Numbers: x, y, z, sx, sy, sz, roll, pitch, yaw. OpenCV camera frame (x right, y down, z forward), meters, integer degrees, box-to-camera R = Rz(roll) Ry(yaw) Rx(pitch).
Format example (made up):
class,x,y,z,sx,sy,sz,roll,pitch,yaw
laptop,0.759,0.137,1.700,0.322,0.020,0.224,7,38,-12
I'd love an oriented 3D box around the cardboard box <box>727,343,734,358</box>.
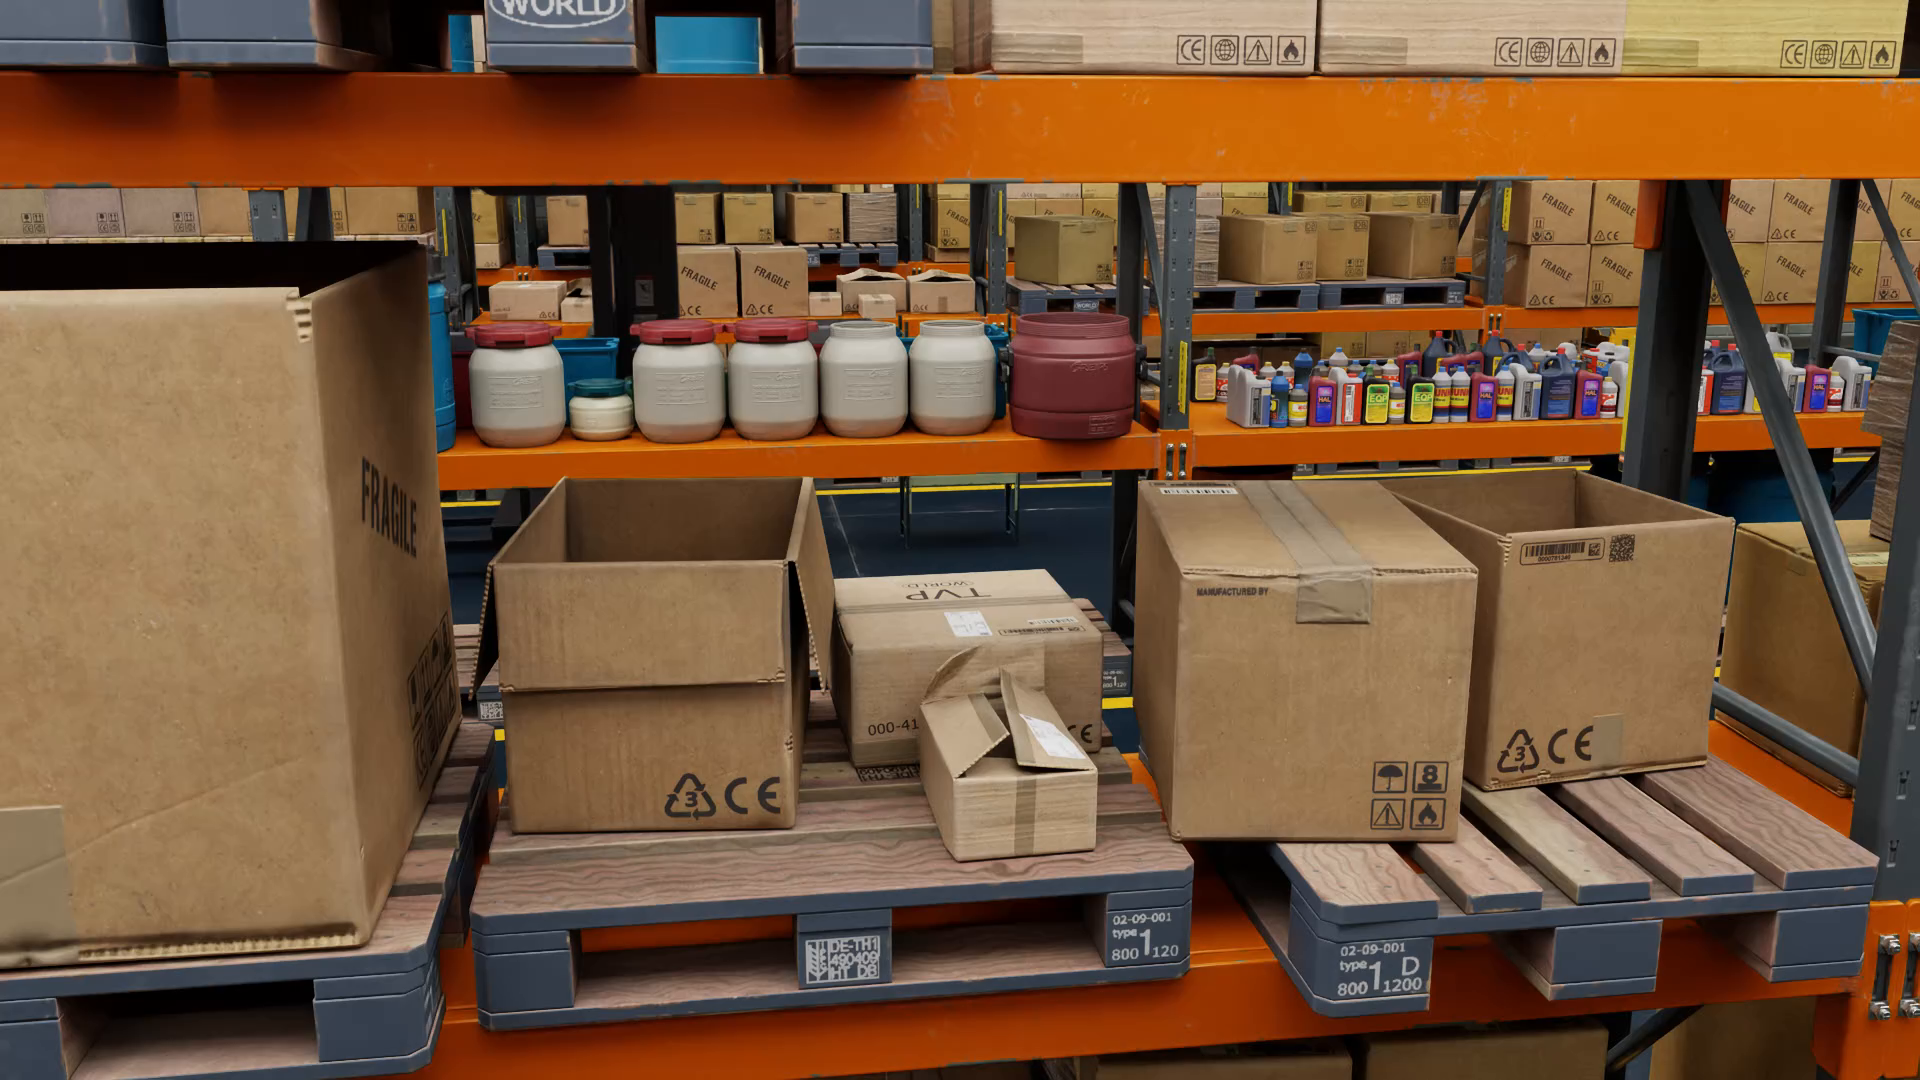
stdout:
class,x,y,z,sx,sy,sz,roll,pitch,yaw
cardboard box,-2.247,-2.140,17.825,0.500,0.500,0.700,-2,14,-9

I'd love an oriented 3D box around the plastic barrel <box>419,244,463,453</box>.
class,x,y,z,sx,sy,sz,roll,pitch,yaw
plastic barrel,-2.581,-0.850,7.414,0.708,0.901,0.600,-2,14,-8

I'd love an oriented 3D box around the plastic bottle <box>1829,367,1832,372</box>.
class,x,y,z,sx,sy,sz,roll,pitch,yaw
plastic bottle,4.524,-0.797,8.640,0.097,0.201,0.097,0,14,0

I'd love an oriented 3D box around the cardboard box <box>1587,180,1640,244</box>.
class,x,y,z,sx,sy,sz,roll,pitch,yaw
cardboard box,5.186,-2.649,13.357,0.500,0.500,0.500,-3,14,-10

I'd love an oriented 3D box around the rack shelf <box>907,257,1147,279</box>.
class,x,y,z,sx,sy,sz,roll,pitch,yaw
rack shelf,1.449,-2.917,18.167,4.000,0.370,1.077,-2,14,-8

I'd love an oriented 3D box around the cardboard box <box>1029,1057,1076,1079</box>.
class,x,y,z,sx,sy,sz,roll,pitch,yaw
cardboard box,0.479,1.432,3.579,0.500,0.500,0.700,-3,14,-13

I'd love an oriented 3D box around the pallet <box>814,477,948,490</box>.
class,x,y,z,sx,sy,sz,roll,pitch,yaw
pallet,-0.607,-0.629,13.297,1.213,0.211,1.003,-2,14,-8

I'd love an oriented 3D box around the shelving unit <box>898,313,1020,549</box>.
class,x,y,z,sx,sy,sz,roll,pitch,yaw
shelving unit,-0.007,-0.727,11.038,0.755,1.500,0.431,-2,14,-8

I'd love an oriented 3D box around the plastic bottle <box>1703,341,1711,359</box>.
class,x,y,z,sx,sy,sz,roll,pitch,yaw
plastic bottle,4.026,-0.957,9.127,0.135,0.276,0.152,-2,14,-8

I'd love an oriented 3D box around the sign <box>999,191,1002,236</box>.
class,x,y,z,sx,sy,sz,roll,pitch,yaw
sign,0.299,-2.430,12.367,0.005,0.325,0.100,-2,14,-8

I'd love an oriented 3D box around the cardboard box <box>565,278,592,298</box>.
class,x,y,z,sx,sy,sz,roll,pitch,yaw
cardboard box,-2.900,-1.868,12.781,0.258,0.266,0.396,-2,14,-10

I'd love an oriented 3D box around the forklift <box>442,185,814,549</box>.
class,x,y,z,sx,sy,sz,roll,pitch,yaw
forklift,-2.469,-1.307,10.406,3.031,2.935,1.130,-2,14,-9

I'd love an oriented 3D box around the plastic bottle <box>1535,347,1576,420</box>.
class,x,y,z,sx,sy,sz,roll,pitch,yaw
plastic bottle,2.953,-0.780,8.266,0.185,0.351,0.144,-2,14,-8

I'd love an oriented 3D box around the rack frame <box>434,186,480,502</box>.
class,x,y,z,sx,sy,sz,roll,pitch,yaw
rack frame,-3.742,-1.857,12.461,0.127,3.000,1.000,-2,14,-8

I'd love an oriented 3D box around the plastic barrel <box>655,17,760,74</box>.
class,x,y,z,sx,sy,sz,roll,pitch,yaw
plastic barrel,-1.244,-2.482,7.755,0.708,0.901,0.600,-2,14,-8

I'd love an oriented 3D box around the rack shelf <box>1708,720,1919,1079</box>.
class,x,y,z,sx,sy,sz,roll,pitch,yaw
rack shelf,3.663,0.657,3.914,4.000,0.370,1.077,-2,14,-8

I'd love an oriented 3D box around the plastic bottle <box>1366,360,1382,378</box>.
class,x,y,z,sx,sy,sz,roll,pitch,yaw
plastic bottle,2.206,-0.861,8.897,0.097,0.201,0.097,0,14,0

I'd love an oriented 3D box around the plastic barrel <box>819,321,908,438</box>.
class,x,y,z,sx,sy,sz,roll,pitch,yaw
plastic barrel,-0.455,-0.761,7.860,0.421,0.512,0.421,0,14,0

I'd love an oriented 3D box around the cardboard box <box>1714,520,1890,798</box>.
class,x,y,z,sx,sy,sz,roll,pitch,yaw
cardboard box,2.136,0.255,3.834,0.500,0.500,0.500,-2,14,-7

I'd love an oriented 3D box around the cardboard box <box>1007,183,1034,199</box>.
class,x,y,z,sx,sy,sz,roll,pitch,yaw
cardboard box,0.490,-3.734,17.545,0.500,0.250,0.500,-2,14,-9

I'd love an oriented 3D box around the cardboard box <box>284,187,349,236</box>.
class,x,y,z,sx,sy,sz,roll,pitch,yaw
cardboard box,-4.680,-2.499,12.147,0.500,0.500,0.700,-2,14,-8

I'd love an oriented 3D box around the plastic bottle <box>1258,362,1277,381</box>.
class,x,y,z,sx,sy,sz,roll,pitch,yaw
plastic bottle,1.629,-0.840,8.812,0.097,0.201,0.097,0,14,0

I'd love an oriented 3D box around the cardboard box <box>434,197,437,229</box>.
class,x,y,z,sx,sy,sz,roll,pitch,yaw
cardboard box,-5.398,-3.238,16.694,0.500,0.500,0.500,-2,14,-9

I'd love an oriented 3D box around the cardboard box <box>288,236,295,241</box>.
class,x,y,z,sx,sy,sz,roll,pitch,yaw
cardboard box,-4.742,-2.131,12.012,0.250,0.149,0.380,-2,14,-8

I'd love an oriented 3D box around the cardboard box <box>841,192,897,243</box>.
class,x,y,z,sx,sy,sz,roll,pitch,yaw
cardboard box,-0.992,-3.436,17.647,0.500,0.500,0.700,-4,15,-15

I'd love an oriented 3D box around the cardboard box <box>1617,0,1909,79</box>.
class,x,y,z,sx,sy,sz,roll,pitch,yaw
cardboard box,1.252,-0.925,2.887,0.500,0.250,0.500,-2,14,-8

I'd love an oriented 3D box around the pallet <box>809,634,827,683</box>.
class,x,y,z,sx,sy,sz,roll,pitch,yaw
pallet,-1.028,0.604,8.379,1.213,0.211,1.003,-2,14,-8

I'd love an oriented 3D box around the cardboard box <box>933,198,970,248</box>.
class,x,y,z,sx,sy,sz,roll,pitch,yaw
cardboard box,-0.010,-3.352,17.564,0.500,0.500,0.500,-2,14,-7

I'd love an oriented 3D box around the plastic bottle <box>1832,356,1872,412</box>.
class,x,y,z,sx,sy,sz,roll,pitch,yaw
plastic bottle,4.561,-0.803,8.514,0.135,0.276,0.152,-2,14,-8

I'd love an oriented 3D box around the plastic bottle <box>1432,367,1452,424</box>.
class,x,y,z,sx,sy,sz,roll,pitch,yaw
plastic bottle,2.360,-0.714,8.166,0.097,0.271,0.097,0,14,0

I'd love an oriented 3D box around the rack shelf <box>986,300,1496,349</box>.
class,x,y,z,sx,sy,sz,roll,pitch,yaw
rack shelf,2.191,-1.726,13.416,4.000,0.370,1.077,-2,14,-8

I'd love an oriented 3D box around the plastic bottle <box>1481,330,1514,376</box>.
class,x,y,z,sx,sy,sz,roll,pitch,yaw
plastic bottle,2.892,-0.953,8.956,0.185,0.351,0.144,-2,14,-8

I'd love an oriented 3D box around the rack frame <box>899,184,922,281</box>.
class,x,y,z,sx,sy,sz,roll,pitch,yaw
rack frame,-0.529,-3.194,17.790,0.127,3.000,1.000,-2,14,-8

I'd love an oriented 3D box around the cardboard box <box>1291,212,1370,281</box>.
class,x,y,z,sx,sy,sz,roll,pitch,yaw
cardboard box,2.996,-2.396,13.540,0.500,0.500,0.700,0,14,1

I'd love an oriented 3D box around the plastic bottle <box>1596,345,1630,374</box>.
class,x,y,z,sx,sy,sz,roll,pitch,yaw
plastic bottle,3.495,-0.900,8.900,0.135,0.276,0.152,-2,14,-8

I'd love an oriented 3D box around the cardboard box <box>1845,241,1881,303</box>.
class,x,y,z,sx,sy,sz,roll,pitch,yaw
cardboard box,7.209,-2.239,13.779,0.500,0.500,0.500,-2,14,-8

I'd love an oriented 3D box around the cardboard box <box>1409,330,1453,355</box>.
class,x,y,z,sx,sy,sz,roll,pitch,yaw
cardboard box,5.187,-2.368,18.772,0.500,0.500,0.700,-2,14,-7

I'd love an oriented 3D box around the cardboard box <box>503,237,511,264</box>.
class,x,y,z,sx,sy,sz,roll,pitch,yaw
cardboard box,-4.981,-3.020,17.366,0.500,0.250,0.500,-2,14,-8

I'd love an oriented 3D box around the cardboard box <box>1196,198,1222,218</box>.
class,x,y,z,sx,sy,sz,roll,pitch,yaw
cardboard box,2.505,-3.443,17.926,0.500,0.500,0.500,-2,14,-8

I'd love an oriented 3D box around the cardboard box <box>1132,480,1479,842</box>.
class,x,y,z,sx,sy,sz,roll,pitch,yaw
cardboard box,0.620,0.202,3.181,0.500,0.500,0.700,0,14,0

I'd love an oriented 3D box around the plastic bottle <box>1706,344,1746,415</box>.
class,x,y,z,sx,sy,sz,roll,pitch,yaw
plastic bottle,3.860,-0.813,8.398,0.185,0.351,0.144,-2,14,-8

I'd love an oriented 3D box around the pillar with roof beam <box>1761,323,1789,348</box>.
class,x,y,z,sx,sy,sz,roll,pitch,yaw
pillar with roof beam,10.564,-5.664,15.307,0.400,9.000,9.100,-2,14,-8

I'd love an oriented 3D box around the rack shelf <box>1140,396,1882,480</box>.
class,x,y,z,sx,sy,sz,roll,pitch,yaw
rack shelf,2.925,-0.534,8.664,4.000,0.370,1.077,-2,14,-8

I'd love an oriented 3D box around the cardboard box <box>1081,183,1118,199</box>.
class,x,y,z,sx,sy,sz,roll,pitch,yaw
cardboard box,1.488,-3.773,17.701,0.500,0.250,0.500,-2,14,-9

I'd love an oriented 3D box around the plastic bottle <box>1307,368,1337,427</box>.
class,x,y,z,sx,sy,sz,roll,pitch,yaw
plastic bottle,1.755,-0.693,8.058,0.133,0.283,0.061,-2,14,-8

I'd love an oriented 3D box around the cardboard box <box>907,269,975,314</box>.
class,x,y,z,sx,sy,sz,roll,pitch,yaw
cardboard box,-0.153,-1.956,13.039,0.500,0.311,0.500,-1,14,-5

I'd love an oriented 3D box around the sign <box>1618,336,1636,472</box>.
class,x,y,z,sx,sy,sz,roll,pitch,yaw
sign,1.599,-0.314,3.928,0.005,0.325,0.100,-2,14,-8

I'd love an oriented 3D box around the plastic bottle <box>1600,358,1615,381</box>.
class,x,y,z,sx,sy,sz,roll,pitch,yaw
plastic bottle,3.302,-0.786,8.453,0.097,0.271,0.097,0,14,0

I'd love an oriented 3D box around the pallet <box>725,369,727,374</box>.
class,x,y,z,sx,sy,sz,roll,pitch,yaw
pallet,-2.505,-1.770,17.845,1.213,0.211,1.003,-2,14,-8

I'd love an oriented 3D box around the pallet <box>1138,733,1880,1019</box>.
class,x,y,z,sx,sy,sz,roll,pitch,yaw
pallet,0.996,0.525,3.355,1.003,0.211,1.213,-2,14,-8

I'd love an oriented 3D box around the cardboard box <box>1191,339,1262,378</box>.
class,x,y,z,sx,sy,sz,roll,pitch,yaw
cardboard box,2.169,-1.498,13.723,0.500,0.250,0.500,-2,14,-9

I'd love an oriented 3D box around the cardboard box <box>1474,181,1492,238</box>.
class,x,y,z,sx,sy,sz,roll,pitch,yaw
cardboard box,4.630,-2.761,13.805,0.500,0.500,0.500,-2,14,-8

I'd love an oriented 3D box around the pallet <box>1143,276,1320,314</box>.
class,x,y,z,sx,sy,sz,roll,pitch,yaw
pallet,2.135,-1.981,13.348,1.213,0.211,1.003,-2,14,-8

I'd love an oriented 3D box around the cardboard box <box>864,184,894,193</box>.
class,x,y,z,sx,sy,sz,roll,pitch,yaw
cardboard box,-0.865,-3.750,17.567,0.250,0.149,0.380,-4,15,-16

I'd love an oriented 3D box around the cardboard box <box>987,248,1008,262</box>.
class,x,y,z,sx,sy,sz,roll,pitch,yaw
cardboard box,0.357,-3.034,17.629,0.250,0.149,0.380,-2,14,-7

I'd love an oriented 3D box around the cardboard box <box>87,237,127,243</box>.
class,x,y,z,sx,sy,sz,roll,pitch,yaw
cardboard box,-6.004,-2.085,11.830,0.250,0.149,0.380,-2,14,-9

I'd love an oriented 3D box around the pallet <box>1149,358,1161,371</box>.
class,x,y,z,sx,sy,sz,roll,pitch,yaw
pallet,2.675,-1.940,18.523,1.213,0.211,1.003,-2,14,-8

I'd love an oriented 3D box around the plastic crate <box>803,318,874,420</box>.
class,x,y,z,sx,sy,sz,roll,pitch,yaw
plastic crate,-0.696,-0.857,8.340,0.583,0.464,0.402,-2,14,-8
